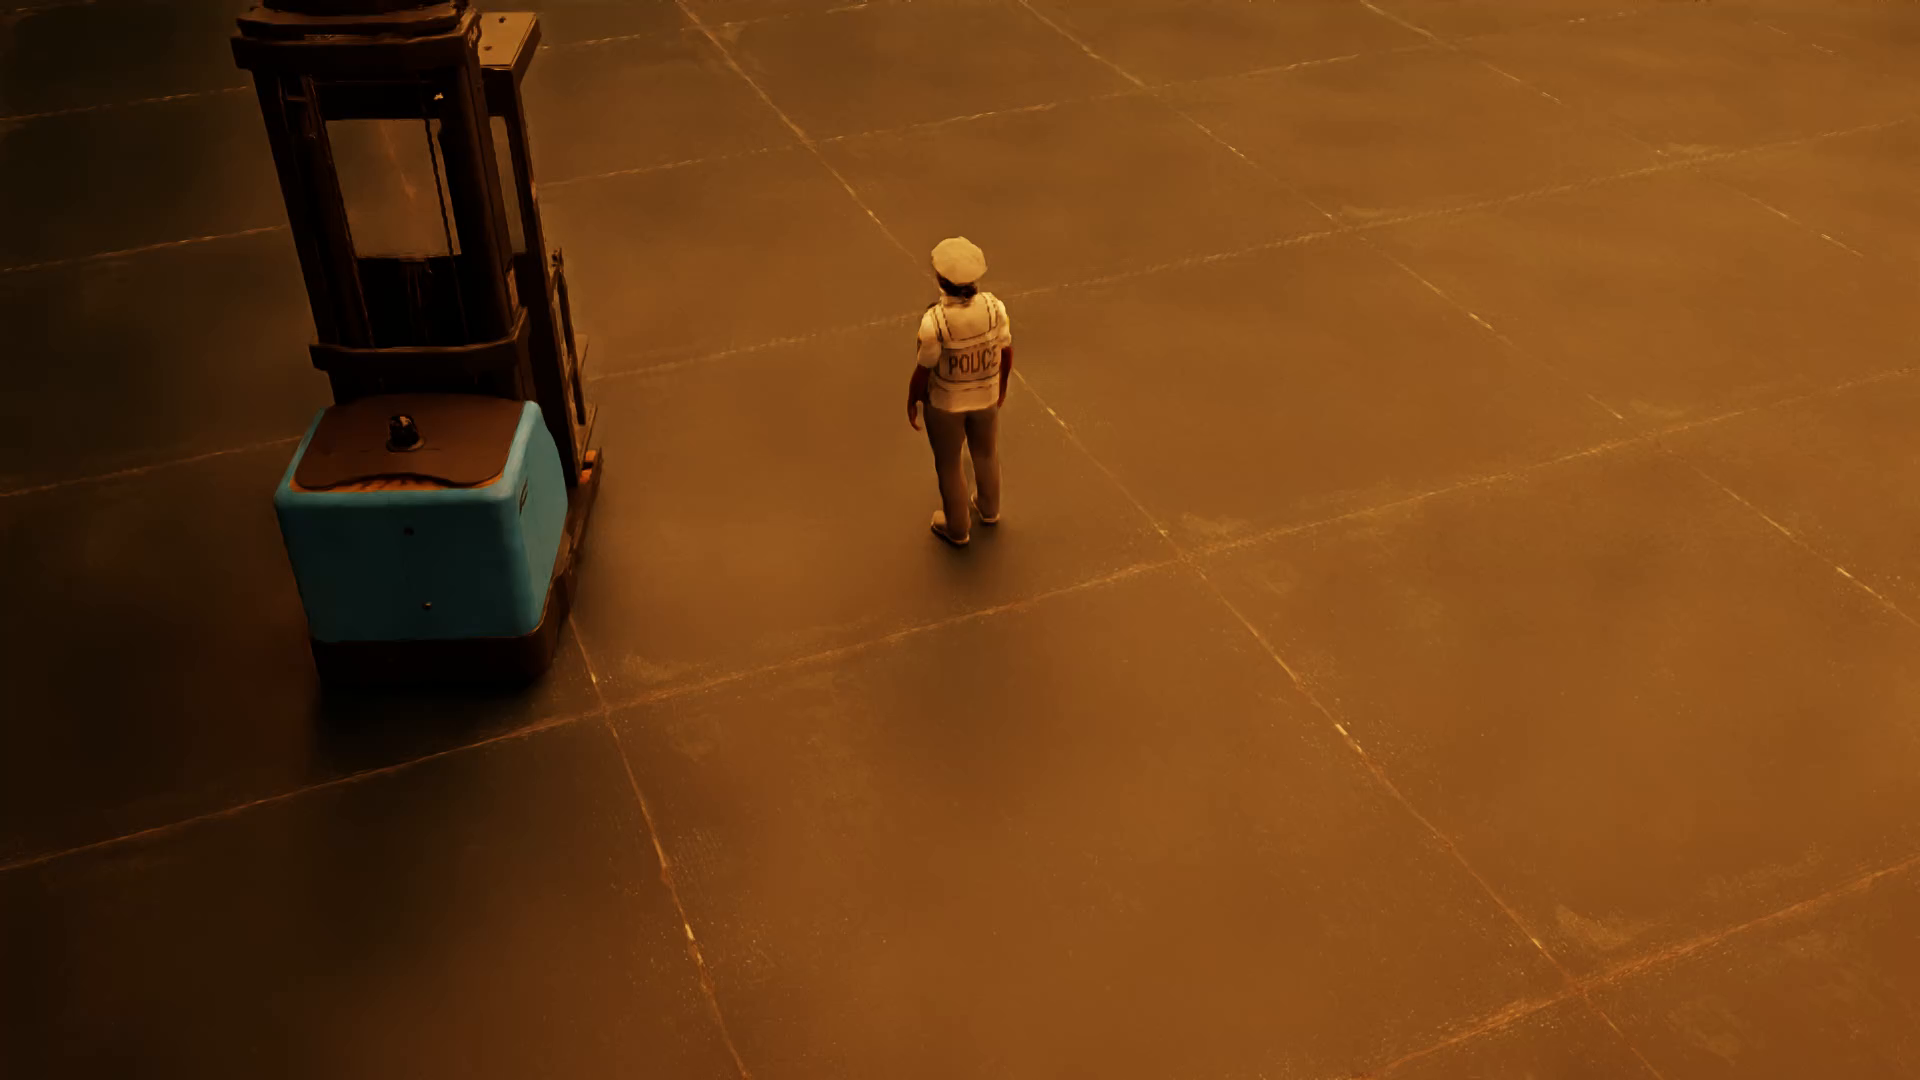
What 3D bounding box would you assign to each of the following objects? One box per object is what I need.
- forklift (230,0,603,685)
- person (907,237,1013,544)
[{"bbox_3d":[-2.498,-1.366,8.019,1.130,2.935,3.031,-2,35,-2],"label":"forklift"},{"bbox_3d":[-0.011,-0.741,8.195,0.570,1.695,0.529,-14,38,-19],"label":"person"}]
